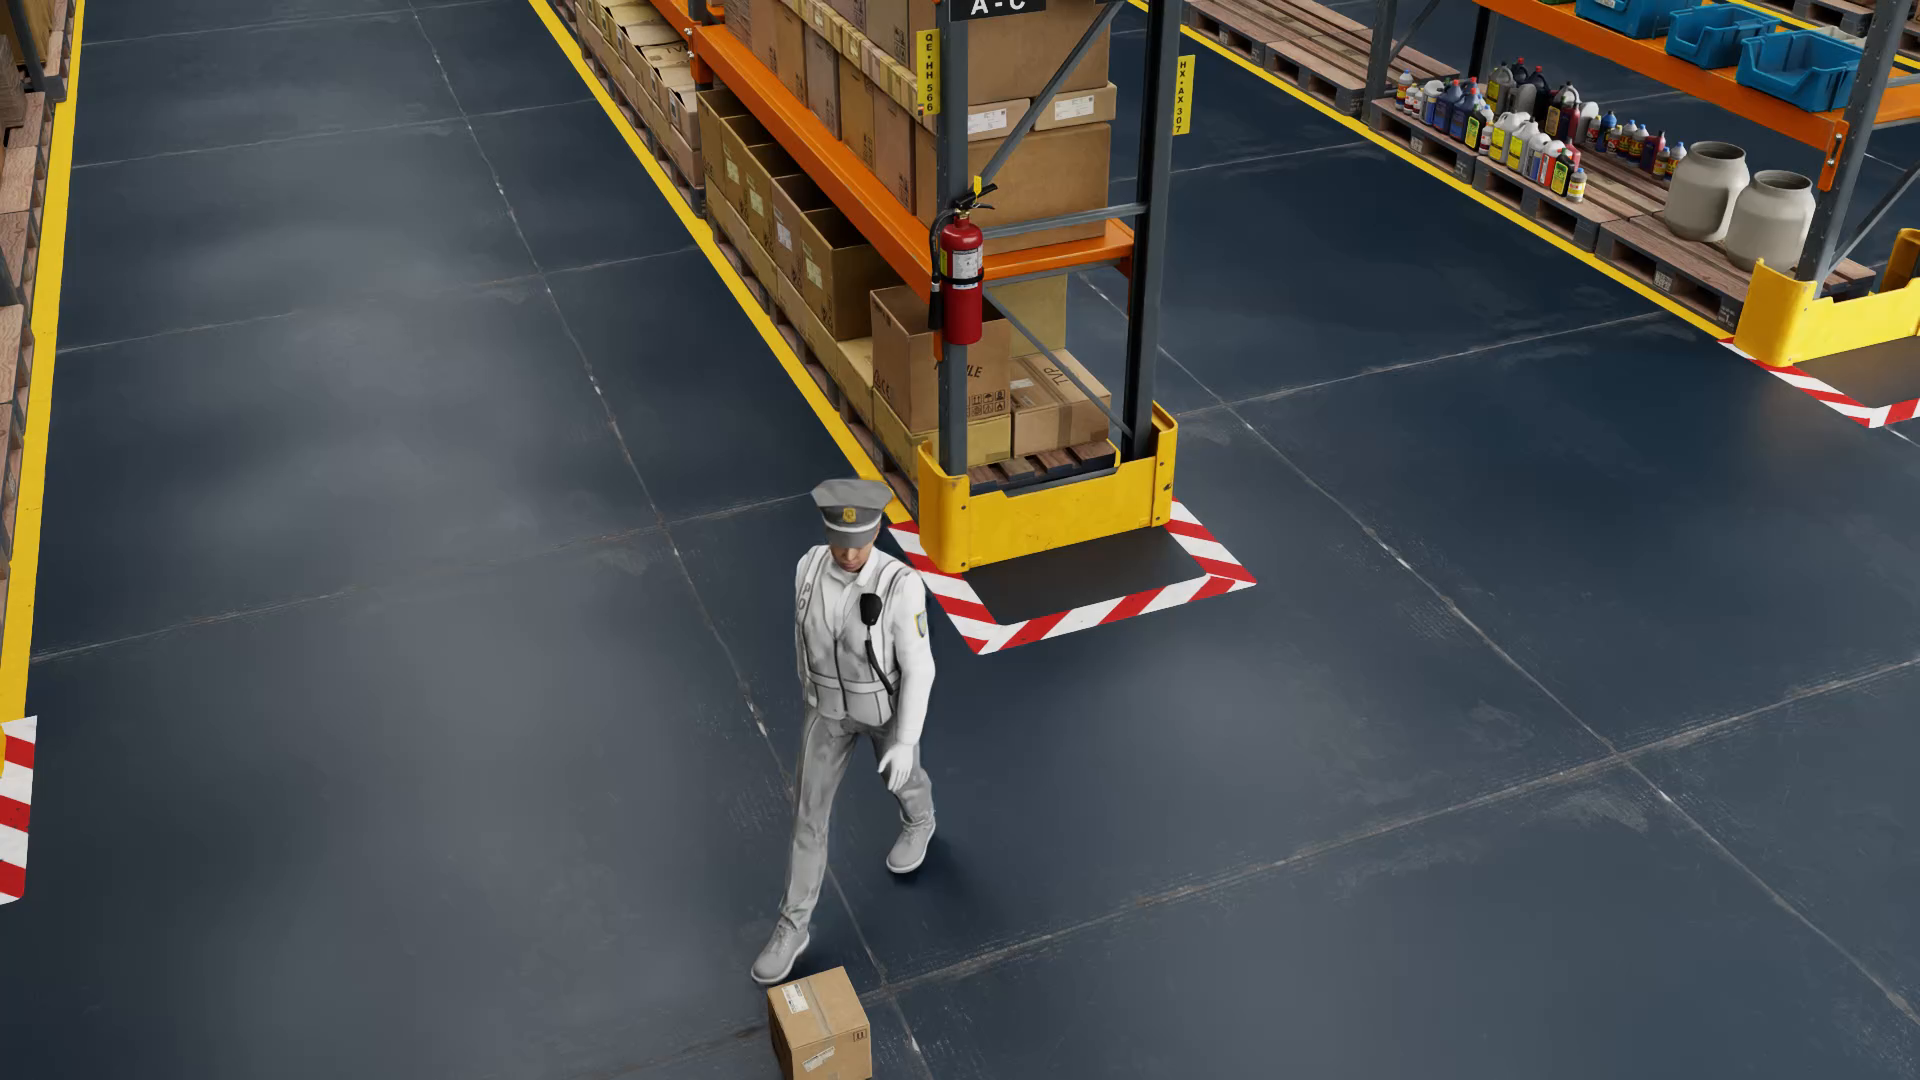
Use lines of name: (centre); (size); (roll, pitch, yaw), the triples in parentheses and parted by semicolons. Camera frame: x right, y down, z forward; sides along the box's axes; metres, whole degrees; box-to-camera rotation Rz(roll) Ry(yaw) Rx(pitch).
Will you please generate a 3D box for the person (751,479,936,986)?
person: (-0.358, 0.589, 5.244); (0.529, 1.622, 0.954); (11, 35, 16)
